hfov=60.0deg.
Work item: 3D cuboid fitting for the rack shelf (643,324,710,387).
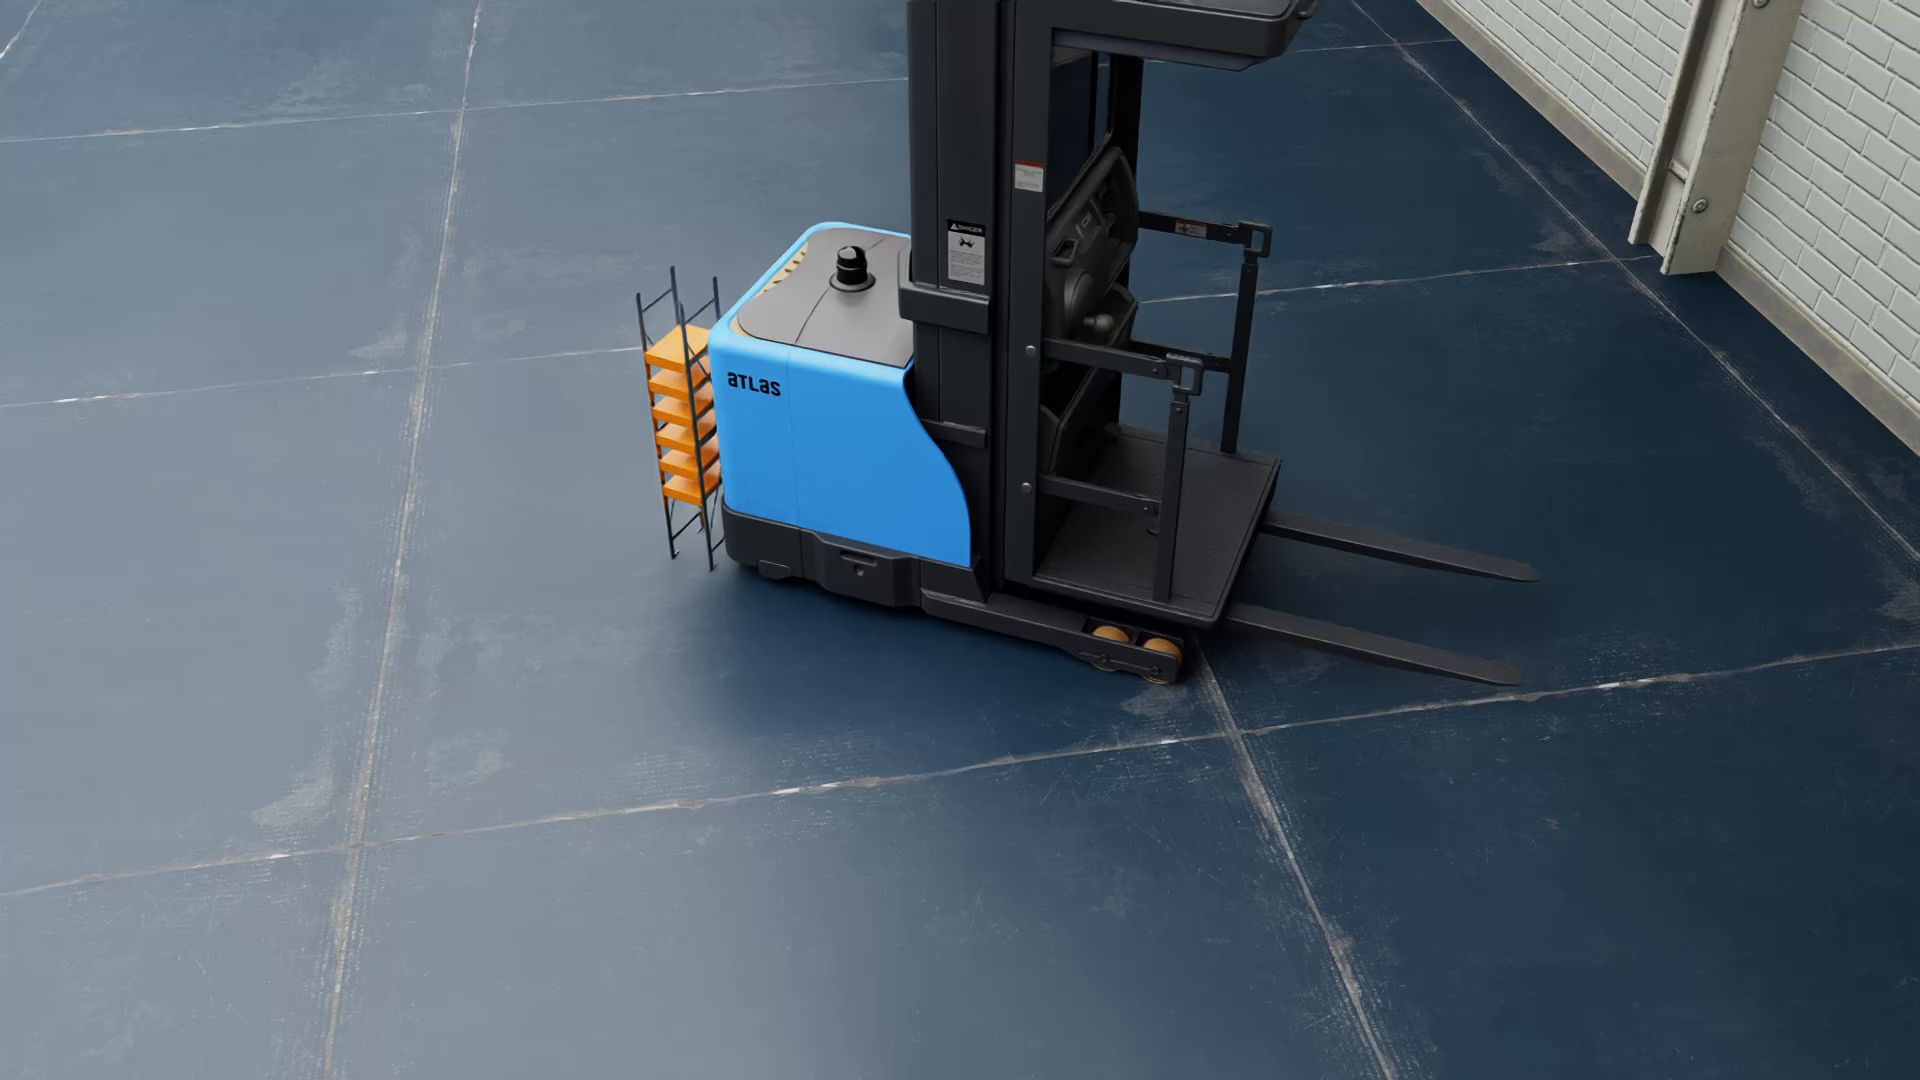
[{"bbox_3d":[-1.019,-0.690,6.146,0.180,0.103,0.258,17,41,20],"label":"rack shelf"}]

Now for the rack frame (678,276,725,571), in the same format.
[{"bbox_3d":[-0.937,-0.416,6.308,0.006,1.200,0.240,17,41,20],"label":"rack frame"}]

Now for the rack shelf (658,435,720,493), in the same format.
[{"bbox_3d":[-1.019,-0.311,6.440,0.180,0.103,0.258,17,41,20],"label":"rack shelf"}]

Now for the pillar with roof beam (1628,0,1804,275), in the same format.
[{"bbox_3d":[-0.522,-4.578,5.308,9.100,9.000,0.400,-6,38,-8],"label":"pillar with roof beam"}]

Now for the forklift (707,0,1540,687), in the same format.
[{"bbox_3d":[0.643,-1.003,5.651,3.031,2.935,1.130,13,40,16],"label":"forklift"}]

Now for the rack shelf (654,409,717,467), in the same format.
[{"bbox_3d":[-1.019,-0.405,6.366,0.180,0.103,0.258,17,41,20],"label":"rack shelf"}]

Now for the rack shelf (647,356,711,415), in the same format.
[{"bbox_3d":[-1.019,-0.595,6.219,0.180,0.103,0.258,17,41,20],"label":"rack shelf"}]

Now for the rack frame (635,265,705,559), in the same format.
[{"bbox_3d":[-1.102,-0.465,6.371,0.006,1.200,0.240,17,41,20],"label":"rack frame"}]

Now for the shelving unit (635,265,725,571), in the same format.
[{"bbox_3d":[-1.019,-0.441,6.339,0.189,1.200,0.258,17,41,20],"label":"shelving unit"}]

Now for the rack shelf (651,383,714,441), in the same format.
[{"bbox_3d":[-1.019,-0.500,6.293,0.180,0.103,0.258,17,41,20],"label":"rack shelf"}]

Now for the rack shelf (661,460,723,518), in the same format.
[{"bbox_3d":[-1.019,-0.216,6.514,0.180,0.103,0.258,17,41,20],"label":"rack shelf"}]
